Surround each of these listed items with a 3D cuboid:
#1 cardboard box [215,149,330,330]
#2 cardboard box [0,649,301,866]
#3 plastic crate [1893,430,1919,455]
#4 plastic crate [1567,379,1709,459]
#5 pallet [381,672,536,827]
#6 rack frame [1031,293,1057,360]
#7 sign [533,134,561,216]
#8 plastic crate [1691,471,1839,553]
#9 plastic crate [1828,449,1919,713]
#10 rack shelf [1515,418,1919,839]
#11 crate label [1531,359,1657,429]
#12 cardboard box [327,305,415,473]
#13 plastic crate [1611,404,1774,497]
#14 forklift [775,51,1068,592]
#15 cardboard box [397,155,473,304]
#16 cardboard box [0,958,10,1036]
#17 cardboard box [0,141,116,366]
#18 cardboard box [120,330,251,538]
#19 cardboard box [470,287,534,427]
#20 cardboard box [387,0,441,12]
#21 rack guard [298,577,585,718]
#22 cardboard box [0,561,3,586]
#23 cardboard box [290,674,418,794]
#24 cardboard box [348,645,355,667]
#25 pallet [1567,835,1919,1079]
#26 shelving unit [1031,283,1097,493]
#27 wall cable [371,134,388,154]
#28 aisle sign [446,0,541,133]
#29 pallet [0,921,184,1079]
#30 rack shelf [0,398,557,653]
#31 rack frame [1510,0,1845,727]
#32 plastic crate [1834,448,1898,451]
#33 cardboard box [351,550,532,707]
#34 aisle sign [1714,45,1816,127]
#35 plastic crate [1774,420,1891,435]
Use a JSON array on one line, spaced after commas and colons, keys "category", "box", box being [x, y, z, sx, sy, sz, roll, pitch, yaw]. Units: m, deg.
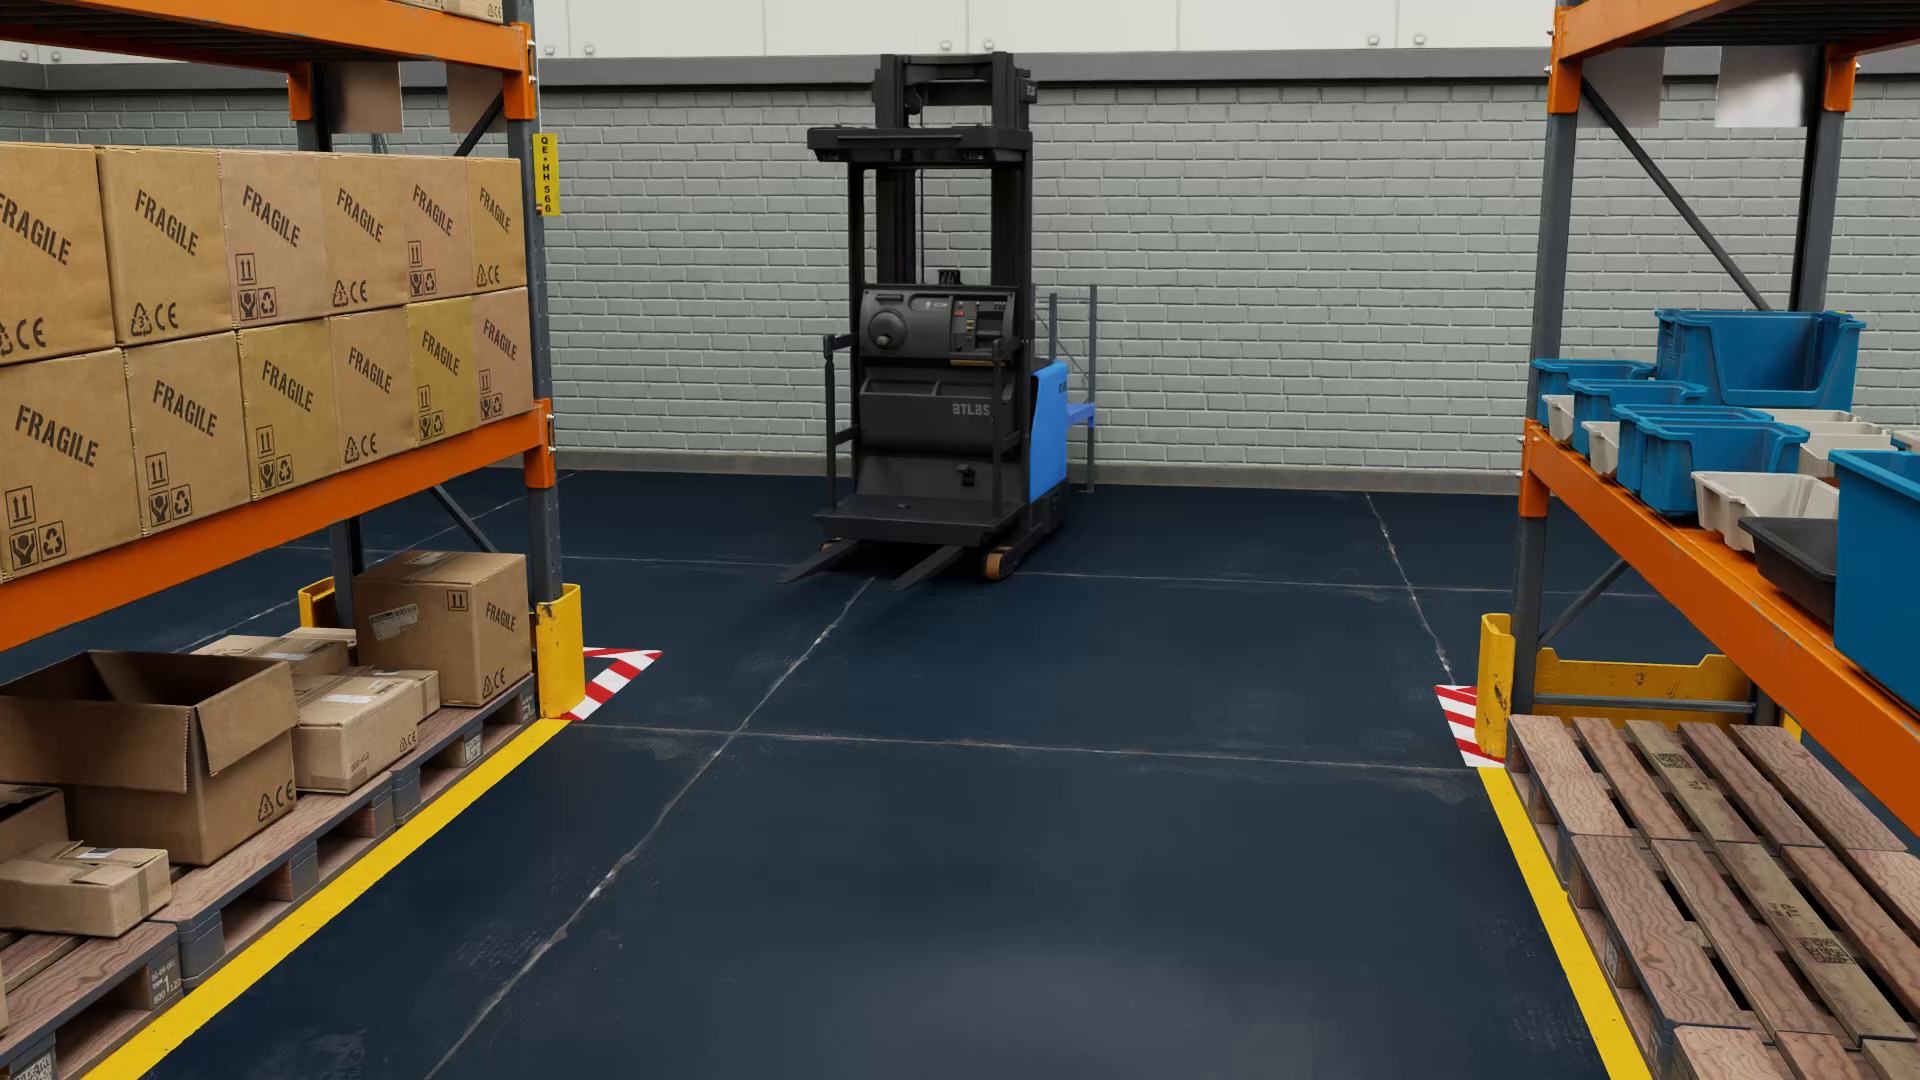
[{"category": "cardboard box", "box": [-2.251, -0.899, 4.934, 0.500, 0.500, 0.500, 2, 12, 10]}, {"category": "cardboard box", "box": [-2.554, 0.664, 5.176, 0.797, 0.503, 0.637, 2, 12, 9]}, {"category": "plastic crate", "box": [2.473, -0.073, 3.849, 0.437, 0.282, 0.530, 2, 12, 9]}, {"category": "plastic crate", "box": [2.206, -0.392, 5.445, 0.416, 0.233, 0.300, 2, 12, 9]}, {"category": "pallet", "box": [-2.356, 0.762, 6.457, 1.003, 0.211, 1.213, 2, 12, 9]}, {"category": "rack frame", "box": [0.395, -0.894, 11.083, 0.500, 1.500, 0.032, 4, 13, 19]}, {"category": "sign", "box": [-1.678, -1.482, 6.749, 0.100, 0.325, 0.005, 2, 12, 9]}, {"category": "plastic crate", "box": [2.027, -0.062, 4.144, 0.293, 0.136, 0.466, 2, 12, 9]}, {"category": "plastic crate", "box": [1.791, 0.081, 2.893, 0.392, 0.384, 0.575, 2, 12, 9]}, {"category": "rack shelf", "box": [2.363, 0.146, 4.403, 1.077, 0.370, 4.000, 2, 12, 9]}, {"category": "crate label", "box": [2.308, -0.529, 6.081, 0.416, 0.233, 0.303, 2, 12, 9]}, {"category": "cardboard box", "box": [-2.181, -0.518, 5.540, 0.500, 0.500, 0.500, 2, 12, 9]}, {"category": "plastic crate", "box": [2.105, -0.255, 4.809, 0.416, 0.233, 0.300, 2, 12, 9]}, {"category": "forklift", "box": [-0.194, -1.288, 9.513, 1.130, 2.935, 3.031, 4, 13, 16]}, {"category": "cardboard box", "box": [-2.097, -1.114, 5.932, 0.500, 0.500, 0.500, 2, 12, 10]}, {"category": "cardboard box", "box": [-2.560, 1.068, 3.753, 0.500, 0.311, 0.500, 2, 12, 9]}, {"category": "cardboard box", "box": [-2.409, -0.685, 3.939, 0.500, 0.500, 0.500, 1, 12, 7]}, {"category": "cardboard box", "box": [-2.336, -0.307, 4.562, 0.500, 0.500, 0.500, 2, 12, 8]}, {"category": "cardboard box", "box": [-2.023, -0.730, 6.523, 0.500, 0.500, 0.500, 2, 12, 10]}, {"category": "cardboard box", "box": [-2.129, -1.957, 5.690, 0.500, 0.250, 0.500, 2, 12, 9]}, {"category": "rack guard", "box": [-2.235, 0.455, 7.197, 1.175, 0.500, 0.348, 2, 12, 9]}, {"category": "cardboard box", "box": [-2.490, -0.097, 3.584, 0.500, 0.500, 0.500, 2, 12, 10]}, {"category": "cardboard box", "box": [-2.239, 0.664, 5.775, 0.500, 0.250, 0.500, 2, 12, 9]}, {"category": "cardboard box", "box": [-2.665, 0.515, 6.665, 0.380, 0.166, 0.250, 2, 12, 9]}, {"category": "pallet", "box": [2.316, 1.165, 4.587, 1.003, 0.211, 1.213, 2, 12, 9]}, {"category": "shelving unit", "box": [0.563, -0.995, 11.552, 0.538, 1.500, 1.048, 4, 13, 19]}, {"category": "wall cable", "box": [-5.895, -3.523, 12.853, 3.097, 2.526, 0.112, 2, 12, 9]}, {"category": "aisle sign", "box": [-1.910, -2.058, 6.753, 0.394, 0.787, 0.004, 2, 12, 9]}, {"category": "pallet", "box": [-2.732, 1.270, 4.101, 1.003, 0.211, 1.213, 2, 12, 9]}, {"category": "rack shelf", "box": [-2.531, -0.015, 5.151, 1.077, 0.370, 4.000, 2, 12, 9]}, {"category": "rack frame", "box": [2.671, -0.622, 6.259, 1.000, 3.000, 0.127, 2, 12, 9]}, {"category": "plastic crate", "box": [2.620, -0.166, 4.626, 0.298, 0.136, 0.250, 2, 12, 9]}, {"category": "cardboard box", "box": [-2.063, 0.345, 6.662, 0.500, 0.500, 0.500, 2, 12, 9]}, {"category": "aisle sign", "box": [2.972, -1.898, 6.011, 0.394, 0.787, 0.004, 2, 12, 9]}, {"category": "plastic crate", "box": [2.666, -0.287, 5.188, 0.396, 0.136, 0.243, 2, 12, 9]}]
